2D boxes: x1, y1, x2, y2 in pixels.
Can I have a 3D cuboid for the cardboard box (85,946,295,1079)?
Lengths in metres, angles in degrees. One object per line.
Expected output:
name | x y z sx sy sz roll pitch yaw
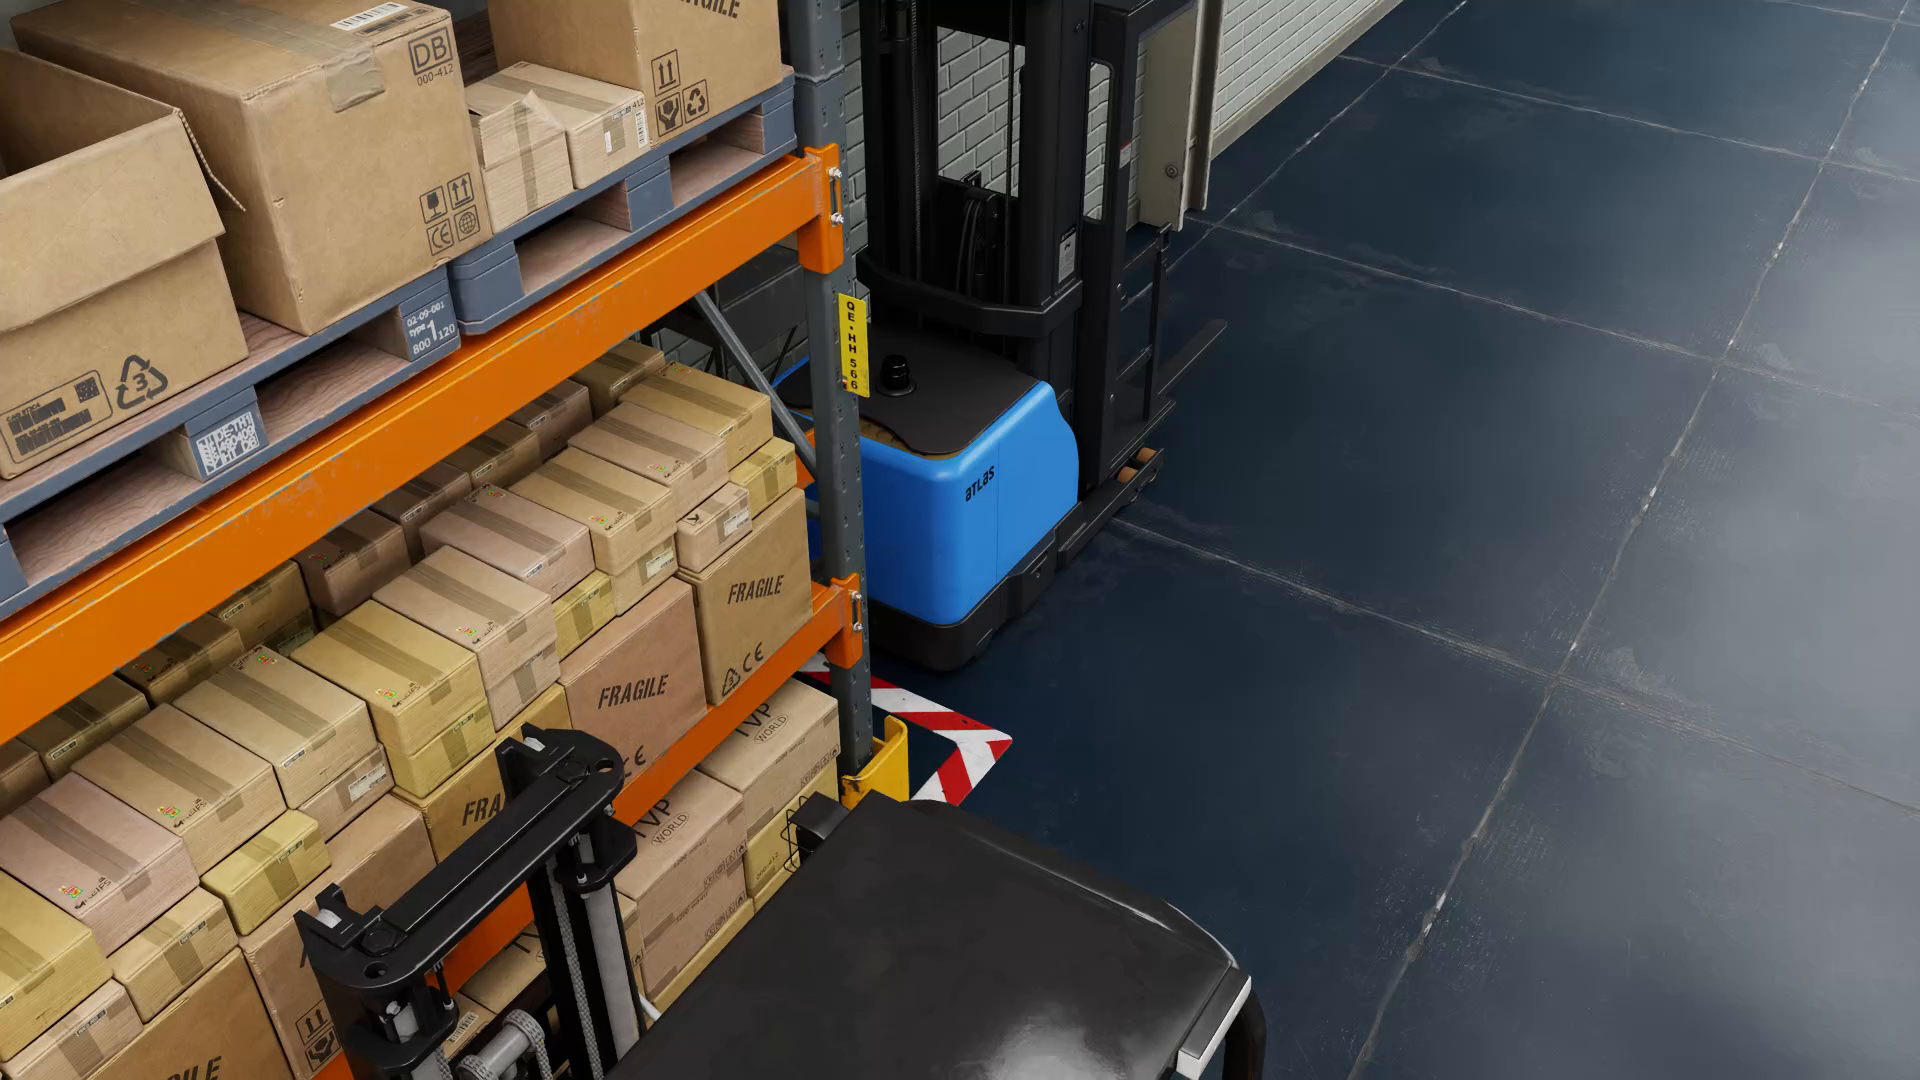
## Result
cardboard box | -1.914 1.141 3.731 0.500 0.500 0.500 21 42 25

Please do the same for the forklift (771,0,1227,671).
forklift | 0.337 -1.484 7.275 1.130 2.935 3.031 21 42 25

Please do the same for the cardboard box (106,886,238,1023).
cardboard box | -1.805 0.834 3.598 0.380 0.149 0.250 20 42 24

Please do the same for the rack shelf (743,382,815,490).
rack shelf | -0.814 -0.215 6.332 0.431 0.518 0.480 25 44 28

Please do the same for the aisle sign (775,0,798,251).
aisle sign | -0.482 -1.170 4.681 0.394 0.787 0.004 21 42 25

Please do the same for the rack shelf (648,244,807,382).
rack shelf | -0.814 -0.770 5.904 0.431 0.518 0.480 25 44 28

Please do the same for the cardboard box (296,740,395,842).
cardboard box | -1.591 0.540 3.979 0.380 0.149 0.250 21 42 25

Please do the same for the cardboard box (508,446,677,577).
cardboard box | -1.002 -0.082 4.543 0.380 0.149 0.250 22 43 26

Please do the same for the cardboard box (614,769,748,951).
cardboard box | -1.017 0.929 5.177 0.500 0.250 0.500 22 43 26

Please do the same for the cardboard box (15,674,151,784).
cardboard box | -2.117 0.412 3.902 0.380 0.149 0.250 22 43 26

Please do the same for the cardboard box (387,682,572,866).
cardboard box | -1.367 0.626 4.399 0.500 0.500 0.500 20 42 24

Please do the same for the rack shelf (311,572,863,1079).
rack shelf | -1.837 1.114 4.438 1.077 0.370 4.000 21 42 25

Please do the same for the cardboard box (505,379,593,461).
cardboard box | -1.321 -0.397 4.951 0.380 0.149 0.250 23 43 27

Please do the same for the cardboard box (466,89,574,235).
cardboard box | -1.088 -0.886 3.670 0.396 0.266 0.258 21 42 25

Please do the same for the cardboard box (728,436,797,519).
cardboard box | -0.714 -0.229 4.976 0.380 0.149 0.250 22 43 26

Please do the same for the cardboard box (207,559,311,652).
cardboard box | -1.913 0.121 4.279 0.380 0.149 0.250 20 42 24

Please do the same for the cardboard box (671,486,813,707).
cardboard box | -0.807 0.098 5.085 0.500 0.500 0.500 20 42 24

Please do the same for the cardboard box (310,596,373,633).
cardboard box | -1.774 0.091 4.562 0.380 0.149 0.250 22 43 26

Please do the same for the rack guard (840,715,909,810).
rack guard | -0.752 0.775 6.335 1.175 0.500 0.348 21 42 25

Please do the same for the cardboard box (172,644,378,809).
cardboard box | -1.596 0.430 3.879 0.380 0.149 0.250 22 43 26

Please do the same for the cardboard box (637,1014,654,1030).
cardboard box | -1.300 1.574 5.159 0.500 0.250 0.500 22 43 26

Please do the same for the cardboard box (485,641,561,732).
cardboard box | -1.262 0.304 4.286 0.380 0.149 0.250 20 42 24

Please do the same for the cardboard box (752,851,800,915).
cardboard box | -0.750 1.066 5.819 0.500 0.250 0.500 21 43 25

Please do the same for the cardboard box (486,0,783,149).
cardboard box | -0.796 -1.328 4.051 0.500 0.500 0.500 23 43 27

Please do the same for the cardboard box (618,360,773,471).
cardboard box | -0.779 -0.363 4.907 0.380 0.149 0.250 21 42 25

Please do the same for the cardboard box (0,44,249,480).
cardboard box | -1.775 -0.545 3.033 0.797 0.503 0.637 23 43 26

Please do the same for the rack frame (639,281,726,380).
rack frame | -0.960 -0.107 6.169 0.400 2.100 0.015 25 44 28

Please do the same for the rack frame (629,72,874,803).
rack frame | -0.765 -0.202 5.556 1.000 3.000 0.127 21 42 25

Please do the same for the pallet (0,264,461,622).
pallet | -1.819 -0.368 3.386 1.003 0.211 1.213 21 42 25

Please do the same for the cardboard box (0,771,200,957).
cardboard box | -1.864 0.688 3.544 0.380 0.149 0.250 21 42 25

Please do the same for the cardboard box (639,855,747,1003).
cardboard box | -1.040 1.130 5.325 0.500 0.250 0.500 21 42 25

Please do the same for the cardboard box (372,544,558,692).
cardboard box | -1.244 0.193 4.187 0.380 0.149 0.250 22 43 26

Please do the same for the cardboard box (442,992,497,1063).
cardboard box | -1.557 1.451 4.500 0.500 0.250 0.500 20 42 24

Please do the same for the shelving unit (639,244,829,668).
shelving unit | -0.814 -0.226 6.323 0.431 2.100 0.503 25 44 28

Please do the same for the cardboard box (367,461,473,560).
cardboard box | -1.569 -0.126 4.600 0.380 0.149 0.250 21 43 25

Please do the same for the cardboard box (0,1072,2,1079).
cardboard box | -2.069 0.980 3.165 0.380 0.149 0.250 22 43 26

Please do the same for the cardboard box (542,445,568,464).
cardboard box | -1.244 -0.261 5.018 0.380 0.149 0.250 21 42 25

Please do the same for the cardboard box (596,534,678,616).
cardboard box | -1.017 0.027 4.645 0.380 0.149 0.250 22 43 26
